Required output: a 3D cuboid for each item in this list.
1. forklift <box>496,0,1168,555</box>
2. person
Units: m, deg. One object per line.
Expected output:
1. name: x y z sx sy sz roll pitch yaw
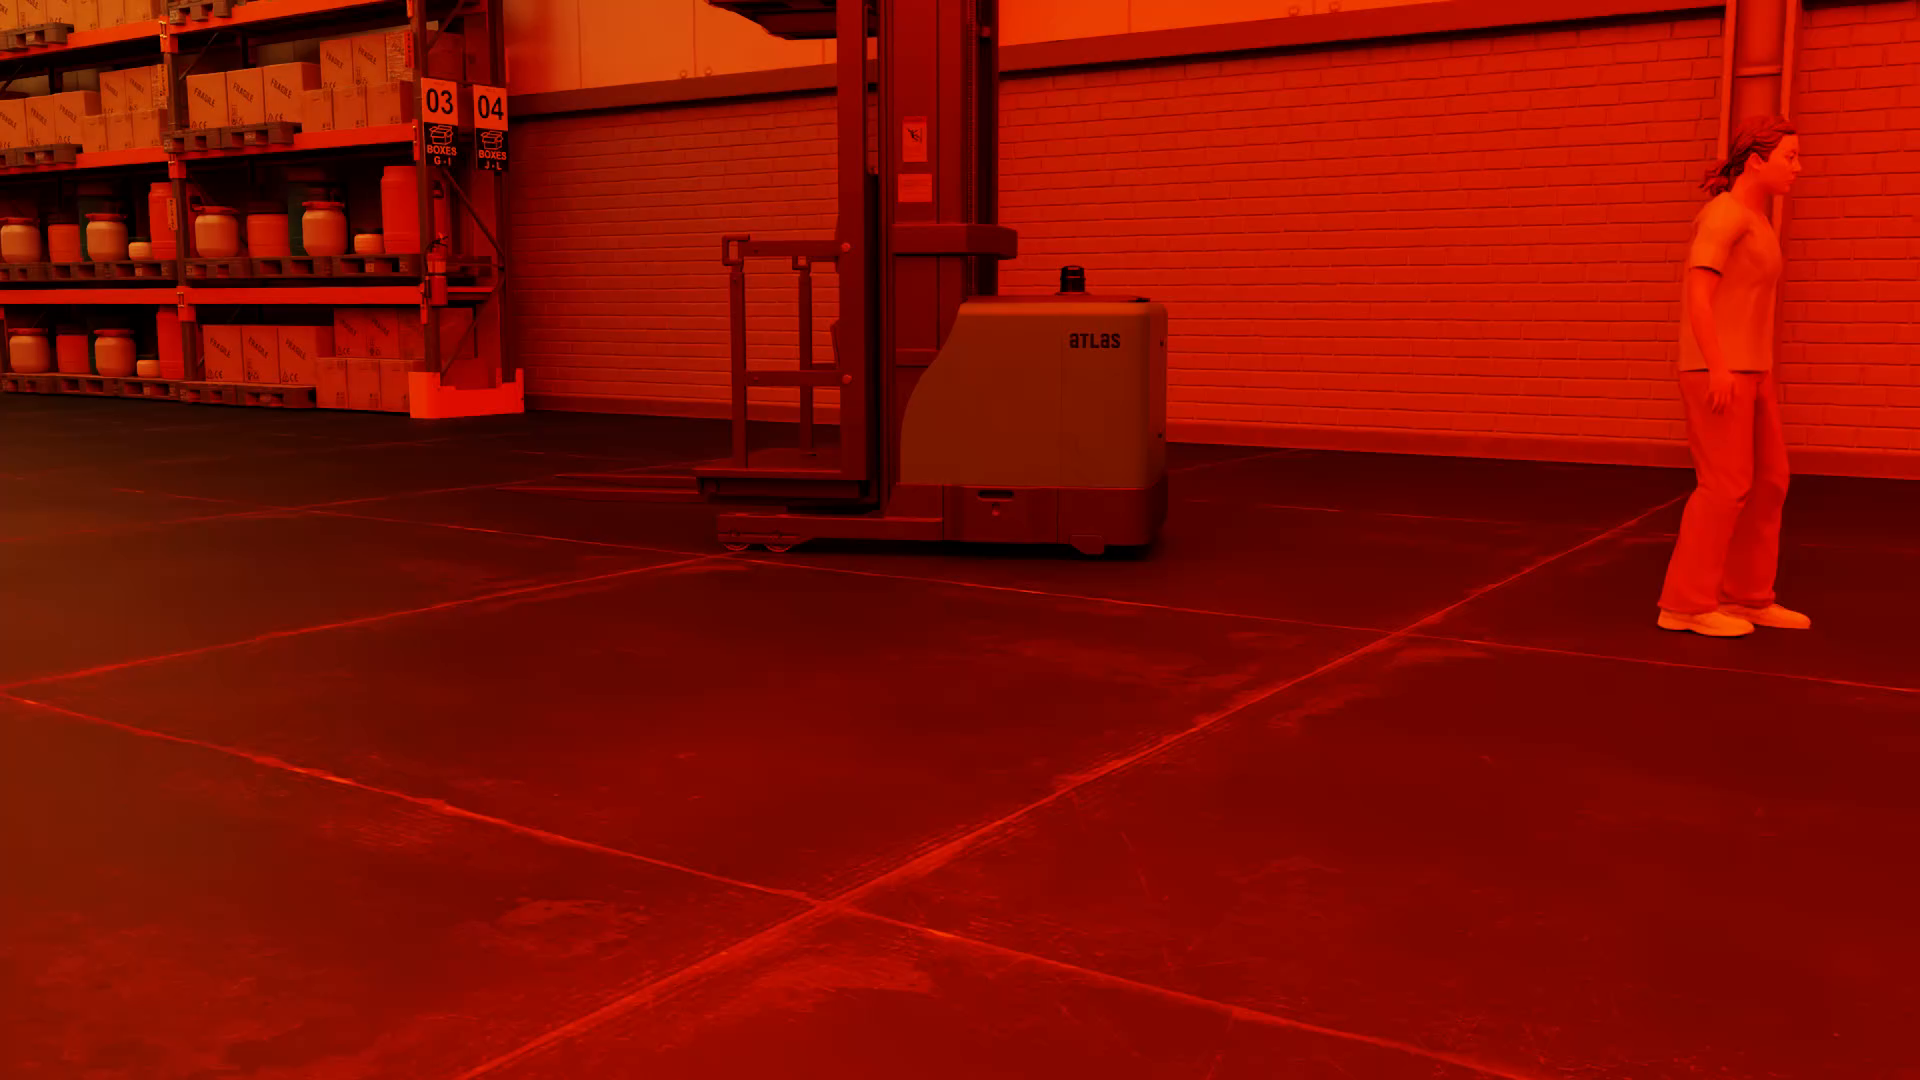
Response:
1. forklift: -0.596 -1.469 7.520 3.031 2.935 1.130 2 8 12
2. person: 2.556 -0.524 5.411 0.404 1.681 0.521 7 11 40
